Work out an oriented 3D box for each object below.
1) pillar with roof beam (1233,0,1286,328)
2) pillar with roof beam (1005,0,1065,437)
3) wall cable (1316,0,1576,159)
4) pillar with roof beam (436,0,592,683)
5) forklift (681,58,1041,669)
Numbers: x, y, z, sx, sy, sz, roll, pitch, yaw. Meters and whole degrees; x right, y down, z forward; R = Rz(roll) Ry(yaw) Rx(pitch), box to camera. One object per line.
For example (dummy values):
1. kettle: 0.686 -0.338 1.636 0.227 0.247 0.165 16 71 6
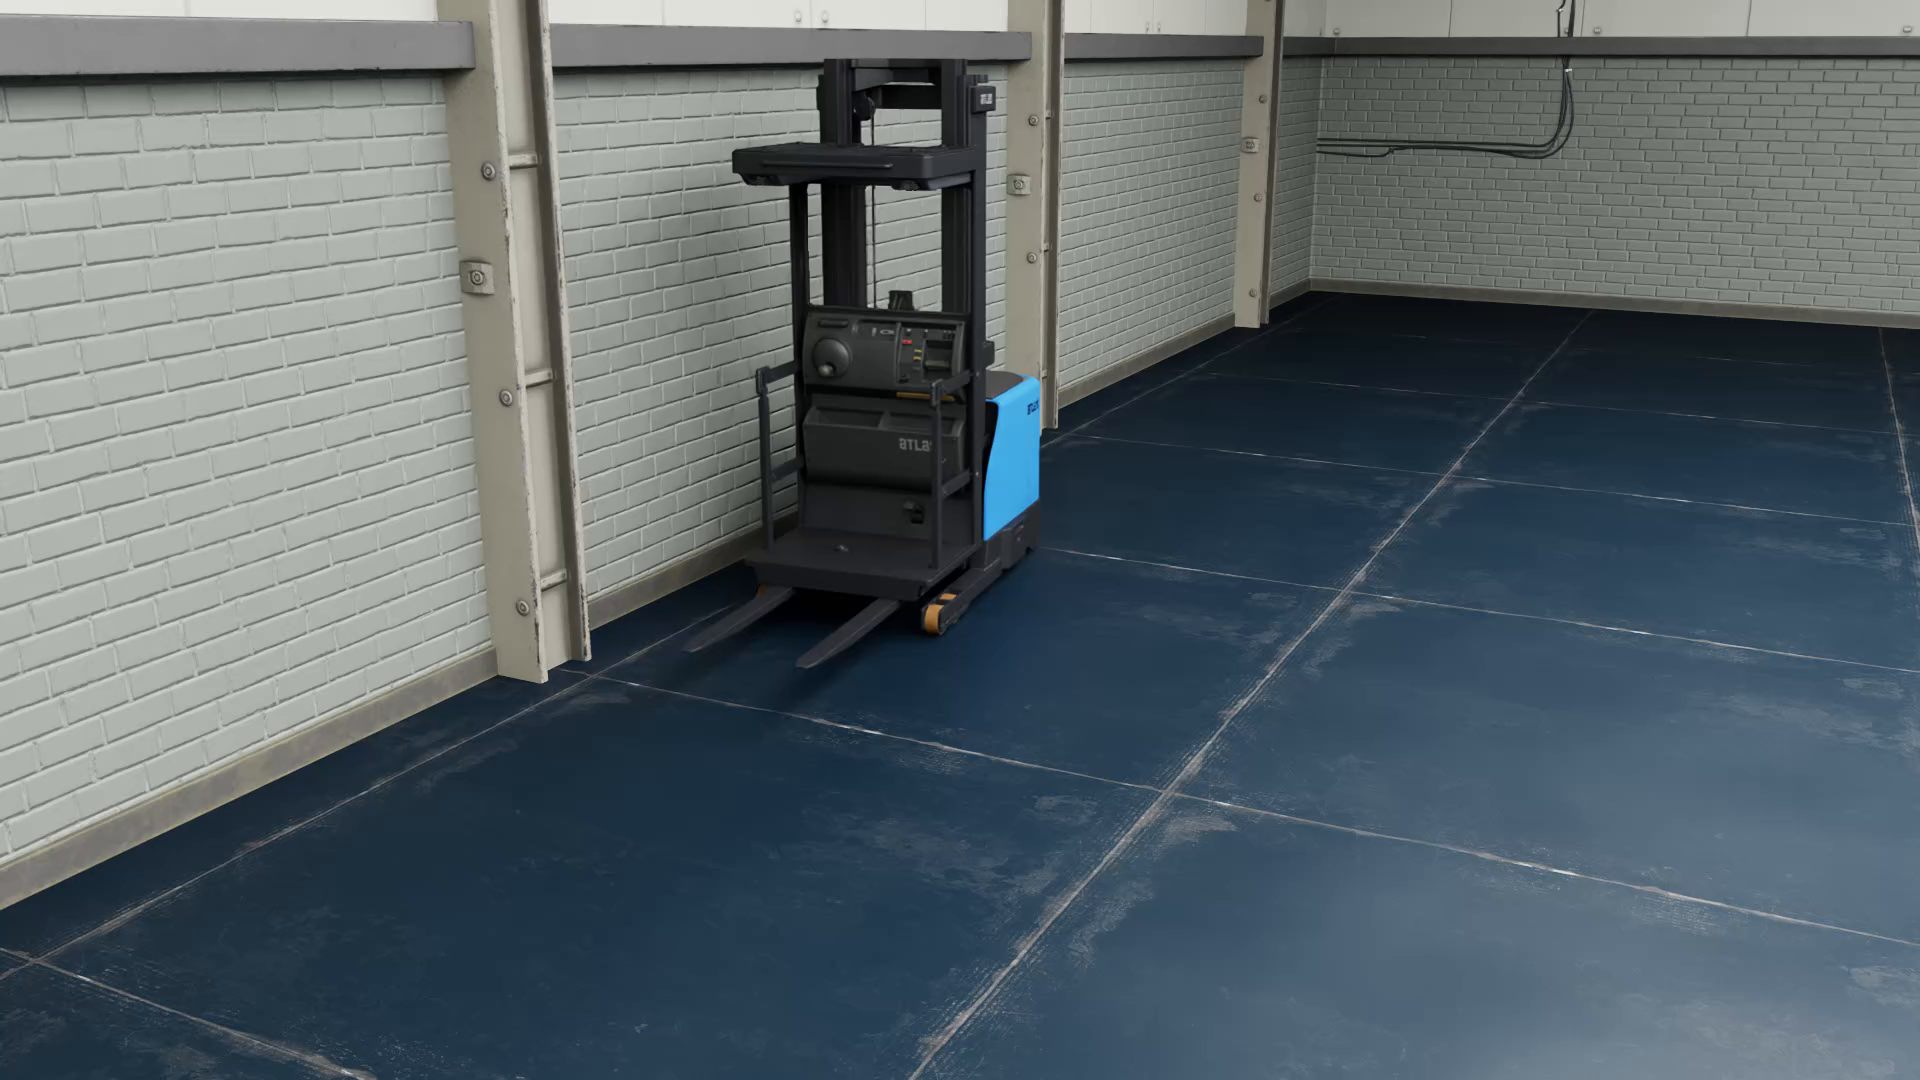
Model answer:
1. pillar with roof beam: 7.111 -6.189 15.555 9.100 9.000 0.400 8 18 25
2. pillar with roof beam: 4.429 -4.660 10.410 9.100 9.000 0.400 8 18 25
3. wall cable: 5.759 -5.830 19.801 3.097 2.526 0.112 8 18 25
4. pillar with roof beam: 1.748 -3.132 5.264 9.100 9.000 0.400 8 18 25
5. forklift: -0.492 -1.033 8.854 1.130 2.935 3.031 6 18 20
